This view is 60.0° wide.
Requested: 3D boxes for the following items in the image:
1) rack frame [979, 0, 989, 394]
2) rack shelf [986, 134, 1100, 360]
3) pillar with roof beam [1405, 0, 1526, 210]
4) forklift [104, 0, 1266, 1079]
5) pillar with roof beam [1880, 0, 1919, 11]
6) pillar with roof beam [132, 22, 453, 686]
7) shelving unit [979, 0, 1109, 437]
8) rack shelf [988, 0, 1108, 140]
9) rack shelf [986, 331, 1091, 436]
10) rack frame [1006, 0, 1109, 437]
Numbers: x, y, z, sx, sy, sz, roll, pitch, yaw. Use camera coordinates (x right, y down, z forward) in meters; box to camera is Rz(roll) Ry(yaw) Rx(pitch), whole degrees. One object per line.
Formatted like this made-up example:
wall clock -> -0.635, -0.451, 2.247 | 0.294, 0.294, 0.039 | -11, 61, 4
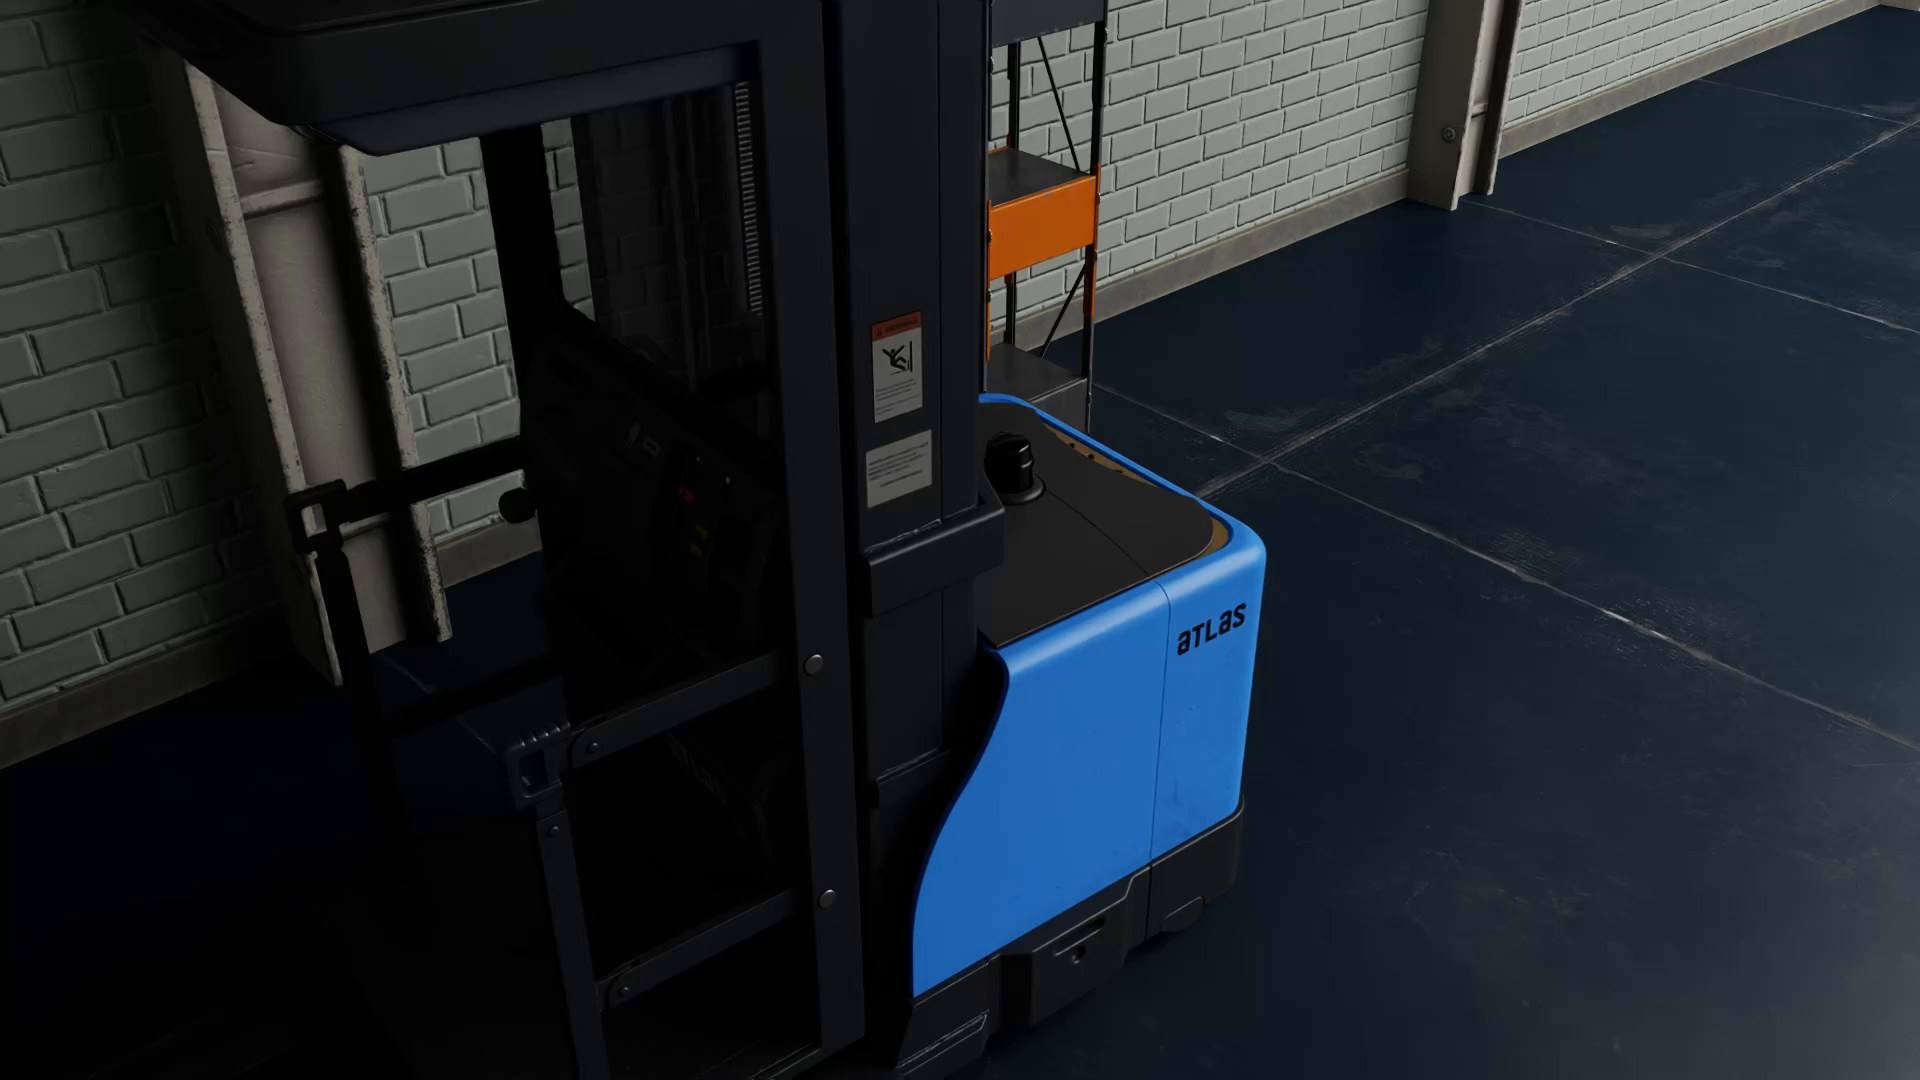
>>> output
rack frame -> -0.058, -0.868, 5.157 | 0.015, 2.100, 0.400 | -26, 40, -35
rack shelf -> 0.121, -0.943, 5.305 | 0.480, 0.518, 0.431 | -26, 40, -35
pillar with roof beam -> 5.478, -4.005, 3.674 | 0.400, 9.000, 9.100 | -26, 40, -35
forklift -> -0.771, -0.071, 3.057 | 3.031, 2.935, 1.130 | -22, 38, -32
pillar with roof beam -> 9.877, -6.133, 7.154 | 0.400, 9.000, 9.100 | -26, 40, -35
pillar with roof beam -> 1.078, -1.877, 0.193 | 0.400, 9.000, 9.100 | -26, 40, -35
shelving unit -> 0.121, -0.955, 5.298 | 0.503, 2.100, 0.431 | -26, 40, -35
rack shelf -> 0.121, -1.540, 4.940 | 0.480, 0.518, 0.431 | -26, 40, -35
rack shelf -> 0.121, -0.346, 5.671 | 0.480, 0.518, 0.431 | -26, 40, -35
rack frame -> 0.300, -1.041, 5.440 | 0.015, 2.100, 0.400 | -26, 40, -35
